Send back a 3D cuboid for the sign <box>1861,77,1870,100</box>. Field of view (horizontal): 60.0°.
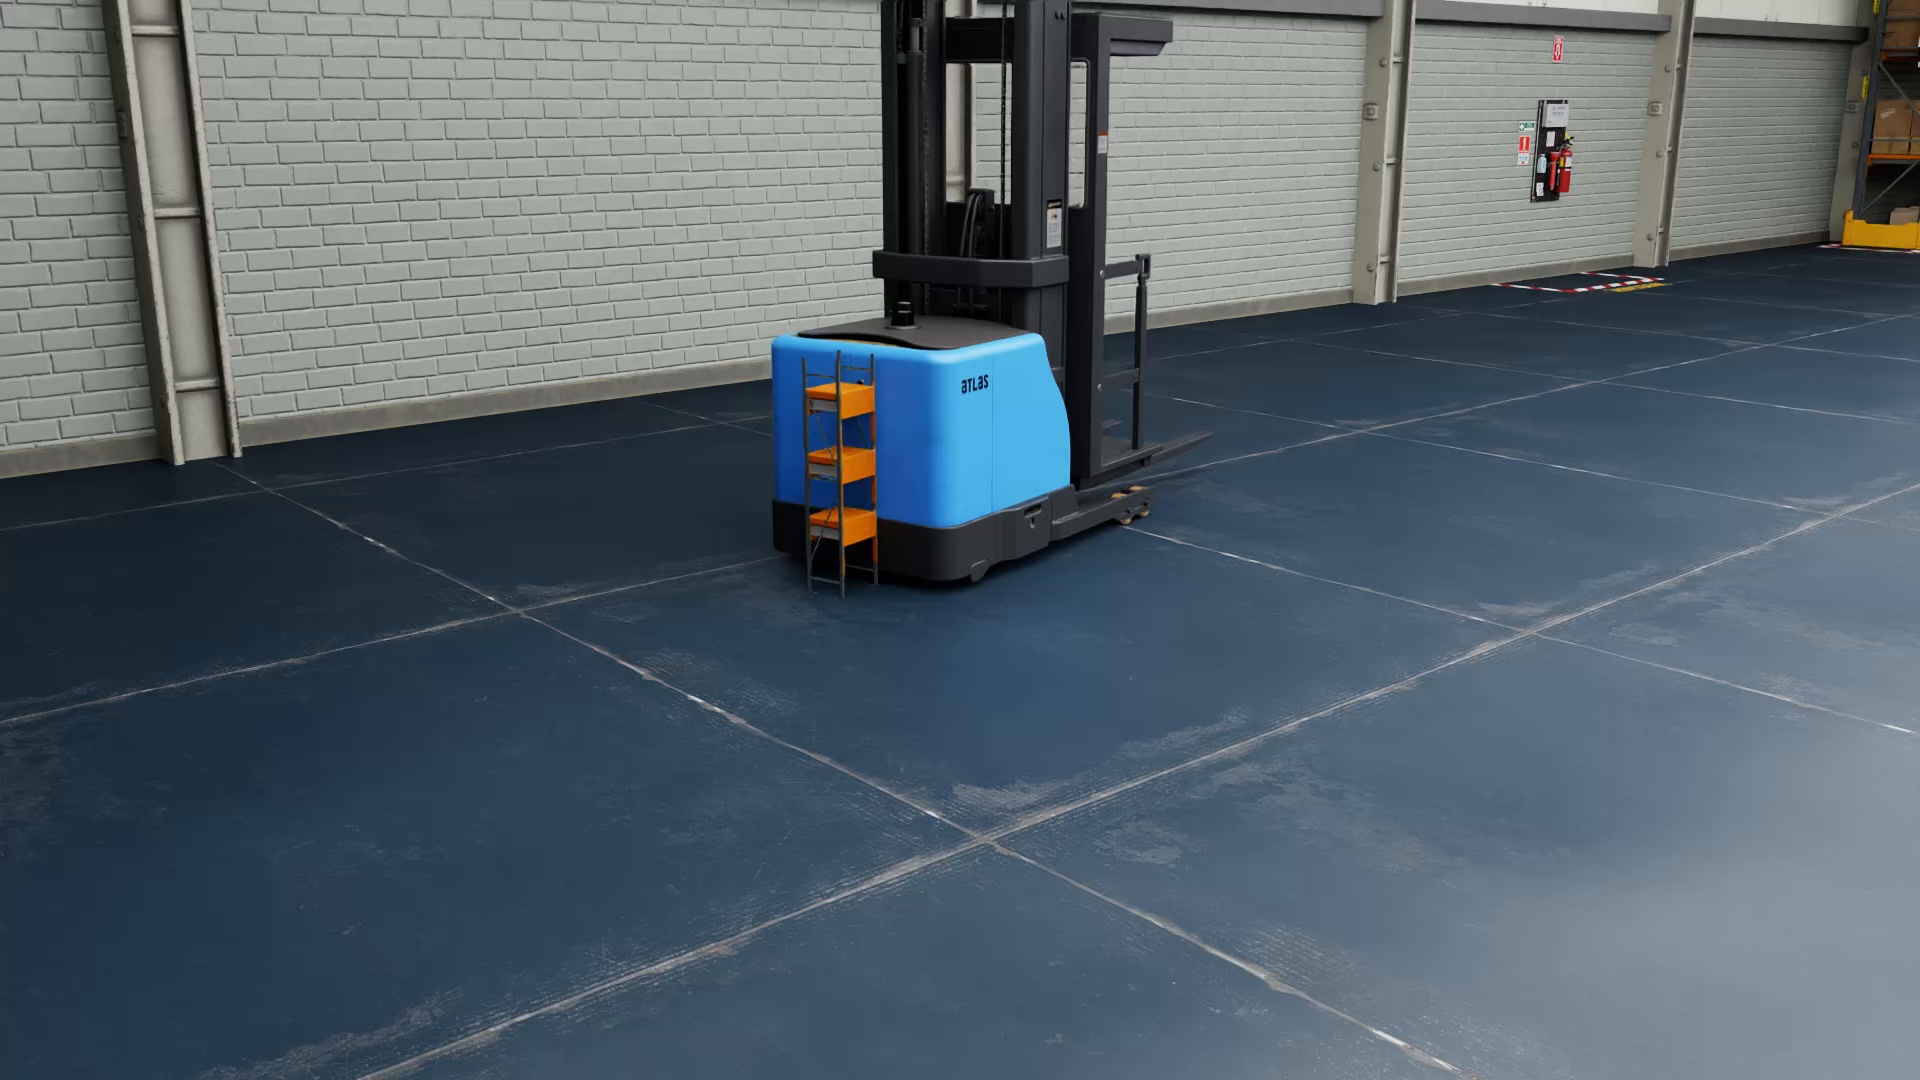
[{"bbox_3d":[13.159,-6.561,24.143,0.005,0.325,0.100,-13,19,-39],"label":"sign"}]

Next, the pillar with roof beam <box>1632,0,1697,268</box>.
[{"bbox_3d":[11.768,-7.068,17.273,0.400,9.000,9.100,-13,19,-39],"label":"pillar with roof beam"}]

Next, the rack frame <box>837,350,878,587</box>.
[{"bbox_3d":[-0.455,-0.313,7.387,0.200,1.050,0.008,10,18,33],"label":"rack frame"}]

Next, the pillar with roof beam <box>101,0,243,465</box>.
[{"bbox_3d":[-1.811,-4.019,5.857,0.400,9.000,9.100,-13,19,-39],"label":"pillar with roof beam"}]

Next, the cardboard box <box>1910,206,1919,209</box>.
[{"bbox_3d":[14.519,-4.847,24.941,0.500,0.311,0.500,-11,18,-35],"label":"cardboard box"}]

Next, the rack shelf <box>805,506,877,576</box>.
[{"bbox_3d":[-0.523,-0.008,7.364,0.215,0.259,0.240,10,18,33],"label":"rack shelf"}]

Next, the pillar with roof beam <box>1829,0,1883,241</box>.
[{"bbox_3d":[16.295,-8.084,21.078,0.400,9.000,9.100,-13,19,-39],"label":"pillar with roof beam"}]

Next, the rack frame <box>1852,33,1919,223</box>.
[{"bbox_3d":[13.508,-5.737,23.916,0.127,3.000,1.000,-13,19,-39],"label":"rack frame"}]

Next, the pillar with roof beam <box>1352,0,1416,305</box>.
[{"bbox_3d":[7.242,-6.052,13.468,0.400,9.000,9.100,-13,19,-39],"label":"pillar with roof beam"}]

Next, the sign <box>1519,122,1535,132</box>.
[{"bbox_3d":[6.578,-4.795,19.293,0.331,0.109,0.001,-13,19,-39],"label":"sign"}]

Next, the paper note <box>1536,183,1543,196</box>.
[{"bbox_3d":[6.874,-4.154,19.697,0.142,0.148,0.016,-13,19,-39],"label":"paper note"}]

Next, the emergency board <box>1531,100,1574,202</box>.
[{"bbox_3d":[7.053,-4.596,19.645,0.643,1.169,0.194,-13,19,-39],"label":"emergency board"}]

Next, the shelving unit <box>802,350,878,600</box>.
[{"bbox_3d":[-0.523,-0.287,7.289,0.215,1.050,0.252,10,18,33],"label":"shelving unit"}]

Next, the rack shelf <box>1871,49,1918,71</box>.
[{"bbox_3d":[15.017,-7.178,24.890,4.000,0.370,1.077,-13,19,-39],"label":"rack shelf"}]

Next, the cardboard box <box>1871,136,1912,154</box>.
[{"bbox_3d":[13.734,-5.791,24.370,0.500,0.250,0.500,-12,19,-39],"label":"cardboard box"}]

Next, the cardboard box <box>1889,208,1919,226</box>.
[{"bbox_3d":[14.089,-4.750,24.579,0.500,0.311,0.500,13,20,41],"label":"cardboard box"}]

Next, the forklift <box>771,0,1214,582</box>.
[{"bbox_3d":[0.363,-1.554,8.389,1.130,2.935,3.031,10,18,33],"label":"forklift"}]

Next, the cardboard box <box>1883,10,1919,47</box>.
[{"bbox_3d":[13.657,-7.364,23.962,0.500,0.500,0.500,-11,18,-35],"label":"cardboard box"}]

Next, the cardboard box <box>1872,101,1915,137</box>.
[{"bbox_3d":[13.724,-6.158,24.289,0.500,0.500,0.500,-13,20,-40],"label":"cardboard box"}]

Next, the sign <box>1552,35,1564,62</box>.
[{"bbox_3d":[6.982,-5.734,19.414,0.199,0.298,0.001,-13,19,-39],"label":"sign"}]

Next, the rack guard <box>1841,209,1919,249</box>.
[{"bbox_3d":[13.566,-4.542,24.286,0.348,0.500,1.175,-13,19,-39],"label":"rack guard"}]

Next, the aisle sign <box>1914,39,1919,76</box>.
[{"bbox_3d":[13.651,-6.922,23.316,0.004,0.787,0.394,-13,19,-39],"label":"aisle sign"}]

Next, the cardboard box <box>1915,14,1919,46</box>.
[{"bbox_3d":[13.925,-7.252,23.543,0.500,0.500,0.500,-12,19,-38],"label":"cardboard box"}]

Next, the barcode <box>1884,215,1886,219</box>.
[{"bbox_3d":[13.840,-4.836,24.881,0.075,0.075,0.001,-13,19,-39],"label":"barcode"}]

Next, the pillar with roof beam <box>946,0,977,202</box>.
[{"bbox_3d":[2.716,-5.035,9.663,0.400,9.000,9.100,-13,19,-39],"label":"pillar with roof beam"}]

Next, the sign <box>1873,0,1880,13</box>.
[{"bbox_3d":[13.159,-7.725,23.831,0.005,0.325,0.100,-13,19,-39],"label":"sign"}]

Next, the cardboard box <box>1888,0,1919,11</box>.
[{"bbox_3d":[13.662,-7.851,23.848,0.500,0.500,0.500,-12,19,-37],"label":"cardboard box"}]

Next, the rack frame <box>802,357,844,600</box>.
[{"bbox_3d":[-0.592,-0.261,7.192,0.200,1.050,0.008,10,18,33],"label":"rack frame"}]

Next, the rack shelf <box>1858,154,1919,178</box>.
[{"bbox_3d":[15.017,-5.728,25.277,4.000,0.370,1.077,-13,19,-39],"label":"rack shelf"}]

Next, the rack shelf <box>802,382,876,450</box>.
[{"bbox_3d":[-0.523,-0.551,7.219,0.215,0.259,0.240,10,18,33],"label":"rack shelf"}]

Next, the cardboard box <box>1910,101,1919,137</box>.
[{"bbox_3d":[14.066,-6.059,23.919,0.500,0.500,0.500,-13,19,-39],"label":"cardboard box"}]

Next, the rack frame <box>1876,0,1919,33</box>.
[{"bbox_3d":[13.508,-8.635,23.141,0.127,3.000,1.000,-13,19,-39],"label":"rack frame"}]

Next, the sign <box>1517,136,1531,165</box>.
[{"bbox_3d":[6.568,-4.540,19.365,0.234,0.329,0.001,-13,19,-39],"label":"sign"}]

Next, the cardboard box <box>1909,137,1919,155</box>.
[{"bbox_3d":[14.085,-5.695,24.010,0.500,0.250,0.500,-13,20,-41],"label":"cardboard box"}]

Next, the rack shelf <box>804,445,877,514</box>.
[{"bbox_3d":[-0.523,-0.277,7.292,0.215,0.259,0.240,10,18,33],"label":"rack shelf"}]
